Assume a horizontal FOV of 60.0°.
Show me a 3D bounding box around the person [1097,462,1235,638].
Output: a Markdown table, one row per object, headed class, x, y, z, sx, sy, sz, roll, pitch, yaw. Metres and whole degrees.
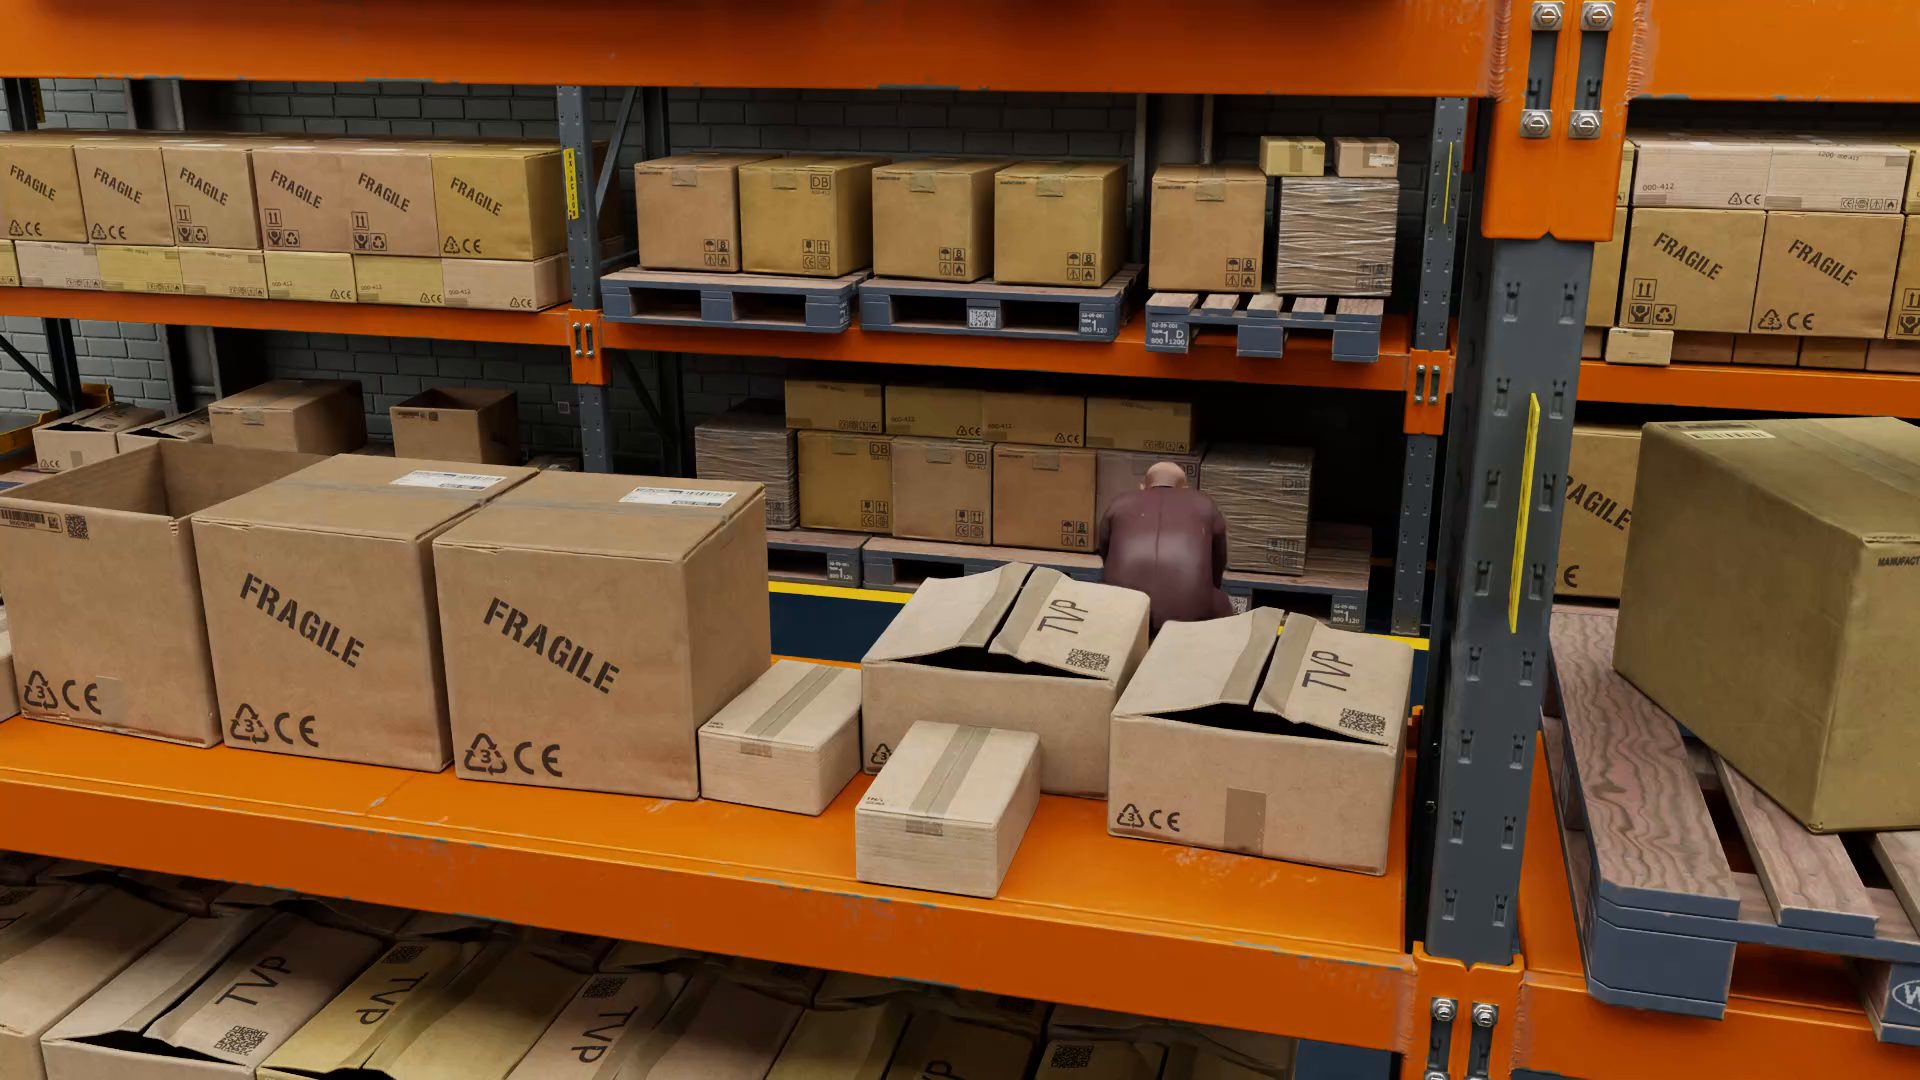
| class | x | y | z | sx | sy | sz | roll | pitch | yaw |
| --- | --- | --- | --- | --- | --- | --- | --- | --- | --- |
| person | 0.783 | 0.287 | 6.510 | 0.592 | 0.965 | 0.950 | 4 | 18 | 12 |
